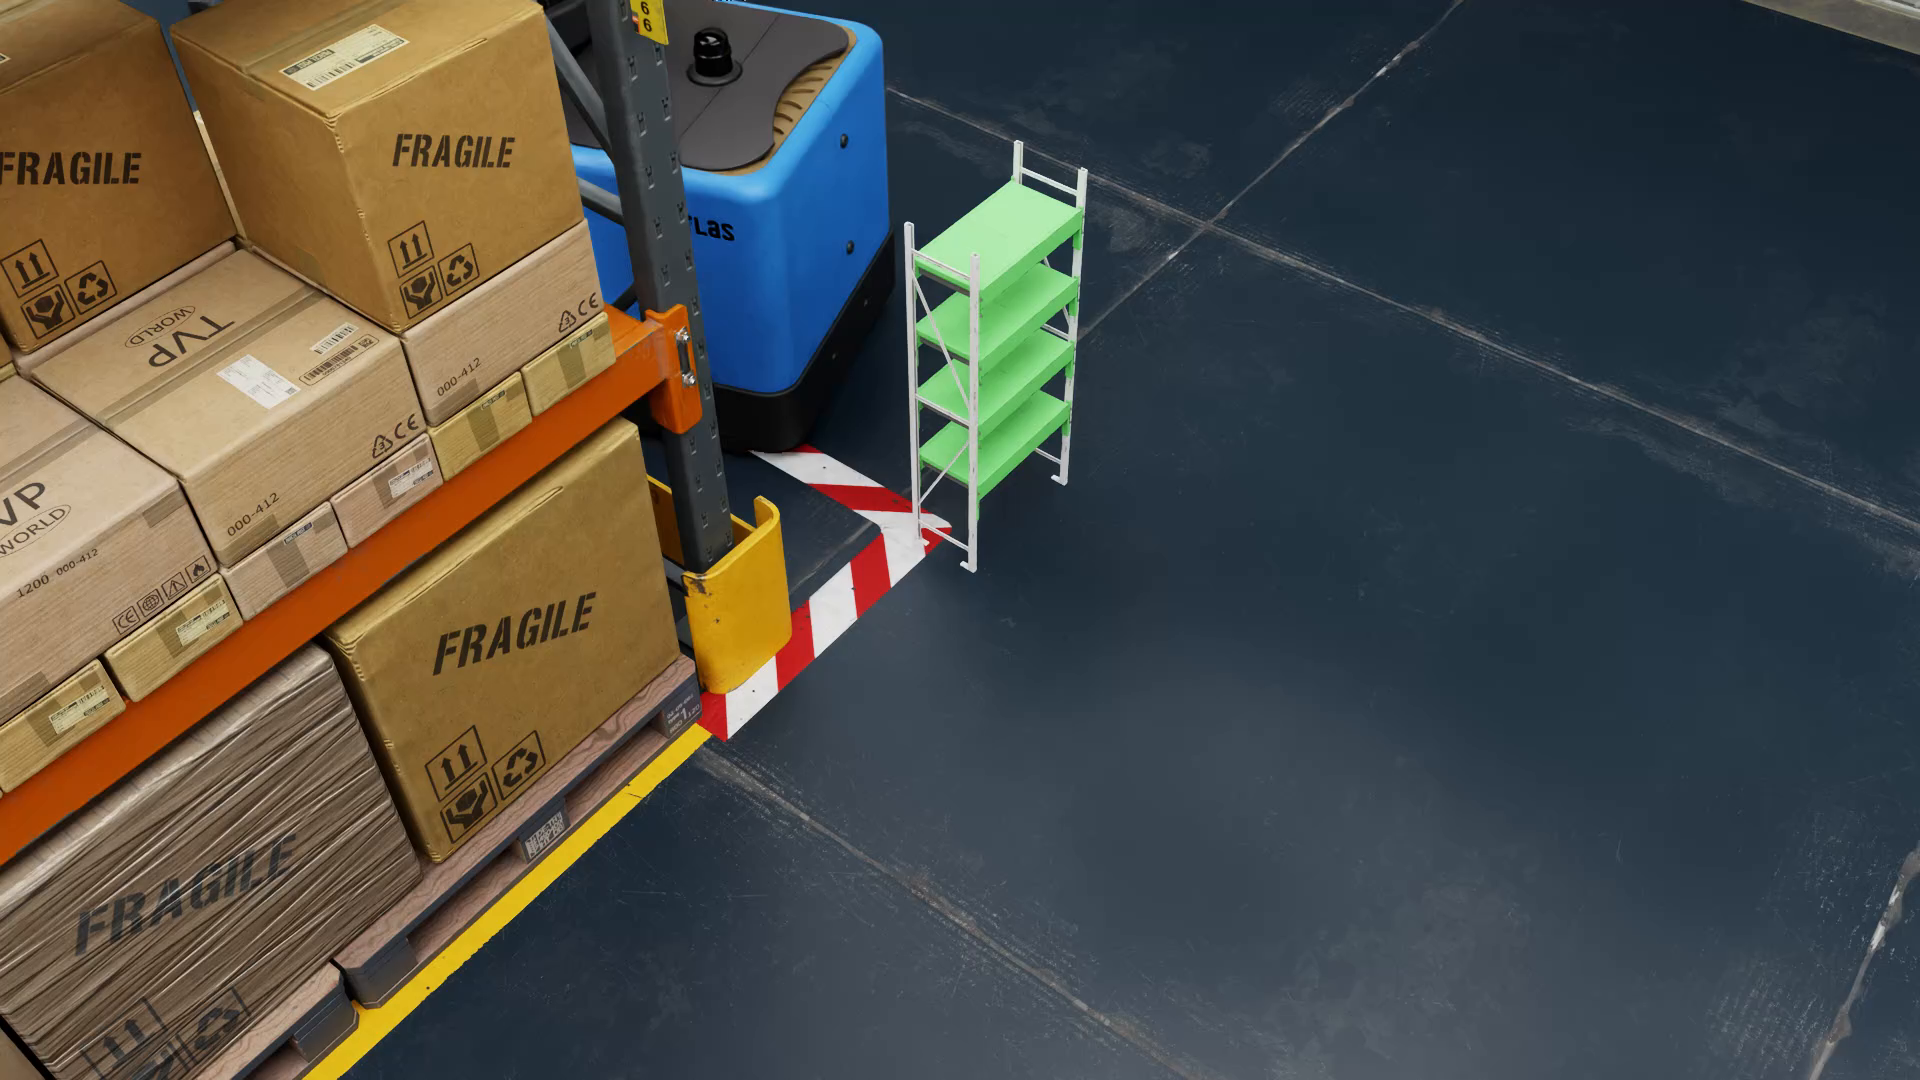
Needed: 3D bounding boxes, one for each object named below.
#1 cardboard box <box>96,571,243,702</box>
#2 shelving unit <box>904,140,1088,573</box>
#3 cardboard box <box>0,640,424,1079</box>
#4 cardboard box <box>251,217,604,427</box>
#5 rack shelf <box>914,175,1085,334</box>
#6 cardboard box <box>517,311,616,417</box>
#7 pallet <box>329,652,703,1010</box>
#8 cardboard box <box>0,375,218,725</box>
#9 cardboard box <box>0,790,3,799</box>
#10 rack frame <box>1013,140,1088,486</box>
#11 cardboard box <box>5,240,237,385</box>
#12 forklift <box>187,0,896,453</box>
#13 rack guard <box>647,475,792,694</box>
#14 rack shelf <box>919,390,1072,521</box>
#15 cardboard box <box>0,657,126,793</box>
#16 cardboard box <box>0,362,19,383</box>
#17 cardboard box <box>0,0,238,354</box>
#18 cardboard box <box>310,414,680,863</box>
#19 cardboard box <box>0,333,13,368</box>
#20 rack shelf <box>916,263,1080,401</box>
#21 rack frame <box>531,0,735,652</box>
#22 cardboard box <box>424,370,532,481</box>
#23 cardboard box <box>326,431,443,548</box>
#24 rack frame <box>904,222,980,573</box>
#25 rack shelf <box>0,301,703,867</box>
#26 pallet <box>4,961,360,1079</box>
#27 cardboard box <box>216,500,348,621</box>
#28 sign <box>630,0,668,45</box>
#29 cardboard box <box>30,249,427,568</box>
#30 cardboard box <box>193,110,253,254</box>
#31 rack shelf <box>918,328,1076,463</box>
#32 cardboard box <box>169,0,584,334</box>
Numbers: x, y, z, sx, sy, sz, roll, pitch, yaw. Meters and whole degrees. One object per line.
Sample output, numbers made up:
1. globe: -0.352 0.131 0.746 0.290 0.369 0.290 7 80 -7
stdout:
1. cardboard box: -1.639 0.109 3.245 0.380 0.149 0.250 28 52 24
2. shelving unit: 0.101 -0.509 4.907 0.258 1.200 0.503 29 53 25
3. cardboard box: -1.943 0.599 3.782 0.875 0.875 0.875 29 53 25
4. cardboard box: -1.145 -0.568 3.617 0.500 0.250 0.500 28 53 24
5. rack shelf: 0.101 -0.797 4.606 0.258 0.148 0.480 29 53 25
6. cardboard box: -1.015 -0.476 3.804 0.380 0.149 0.250 30 53 26
7. pallet: -1.485 0.543 4.585 1.003 0.211 1.213 29 53 25
8. cardboard box: -1.766 0.013 3.061 0.500 0.250 0.500 27 52 24
9. cardboard box: -1.950 0.399 2.968 0.380 0.149 0.250 30 53 26
10. rack frame: 0.250 -0.649 5.040 0.240 1.200 0.015 29 53 25
11. cardboard box: -1.878 -0.507 3.558 0.500 0.250 0.500 29 53 25
12. forklift: -1.808 -1.940 5.076 3.031 2.935 1.130 14 48 13
13. rack guard: -1.044 -0.062 4.964 1.175 0.500 0.348 29 53 25
14. rack shelf: 0.101 -0.299 5.126 0.258 0.148 0.480 29 53 25
15. cardboard box: -1.797 0.258 3.103 0.380 0.149 0.250 29 53 25
16. cardboard box: -2.188 -0.221 3.285 0.500 0.250 0.500 28 52 24
17. cardboard box: -1.871 -0.781 3.301 0.500 0.500 0.500 28 52 24
18. cardboard box: -1.386 0.078 4.280 0.875 0.875 0.875 29 53 25
19. cardboard box: -2.183 -0.481 3.015 0.500 0.500 0.500 28 52 24
20. rack shelf: 0.101 -0.631 4.779 0.258 0.148 0.480 29 53 25
21. rack frame: -1.058 -0.912 4.047 1.000 3.000 0.127 29 53 25
22. cardboard box: -1.173 -0.326 3.661 0.380 0.149 0.250 30 53 25
23. cardboard box: -1.328 -0.183 3.524 0.380 0.149 0.250 29 53 25
24. rack frame: -0.048 -0.370 4.773 0.240 1.200 0.015 29 53 25
25. rack shelf: -2.281 0.481 3.214 1.077 0.370 4.000 29 53 25
26. pallet: -2.231 1.238 3.921 1.003 0.211 1.213 29 53 25
27. cardboard box: -1.481 -0.040 3.388 0.380 0.149 0.250 30 53 26
28. sign: -0.637 -1.146 3.306 0.100 0.325 0.005 29 53 25
29. cardboard box: -1.455 -0.278 3.340 0.500 0.250 0.500 28 53 24
30. cardboard box: -1.565 -0.808 3.845 0.500 0.250 0.500 28 52 24
31. rack shelf: 0.101 -0.465 4.953 0.258 0.148 0.480 29 53 25
32. cardboard box: -1.148 -0.827 3.345 0.500 0.500 0.500 30 53 25
